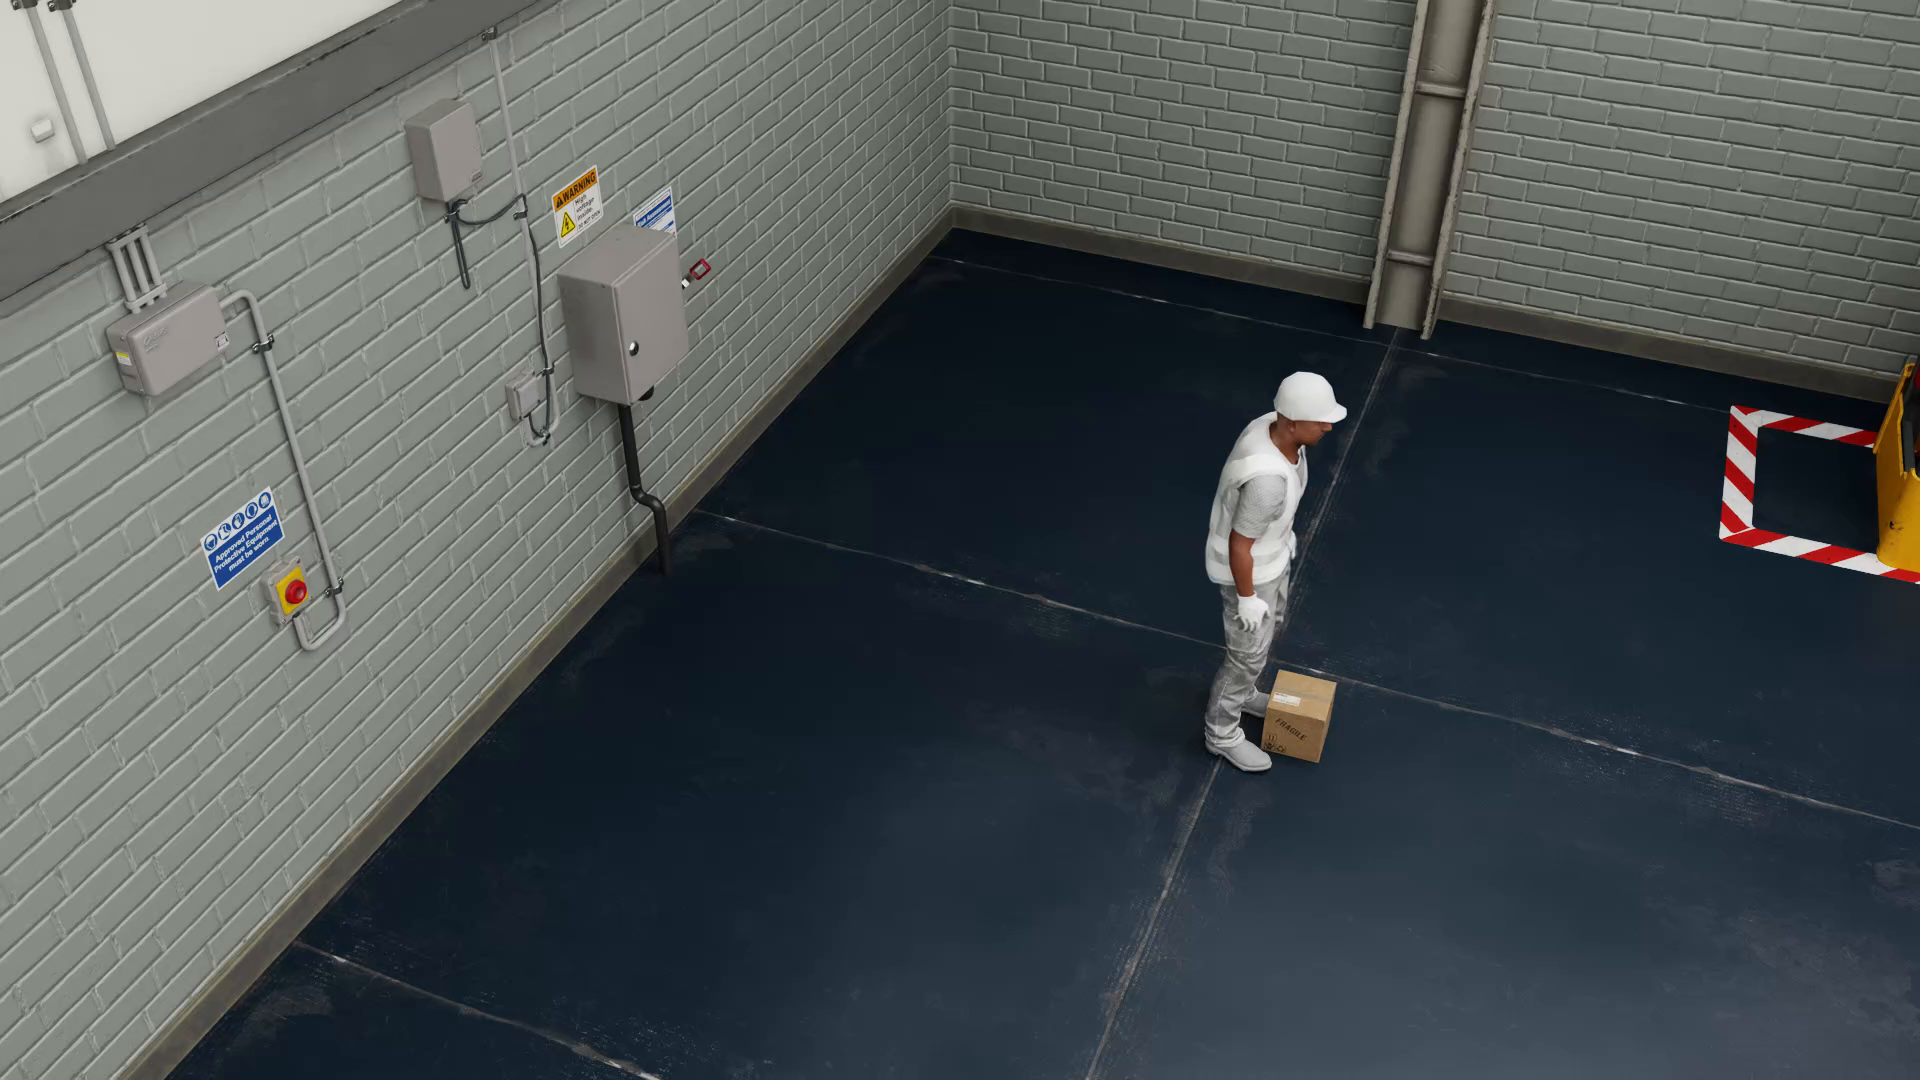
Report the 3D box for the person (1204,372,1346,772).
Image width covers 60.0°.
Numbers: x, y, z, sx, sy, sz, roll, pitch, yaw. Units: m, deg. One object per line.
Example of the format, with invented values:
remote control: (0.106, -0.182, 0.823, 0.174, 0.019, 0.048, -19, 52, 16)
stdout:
person: (1.216, 0.101, 6.679, 0.450, 1.773, 0.614, 14, 39, 17)
